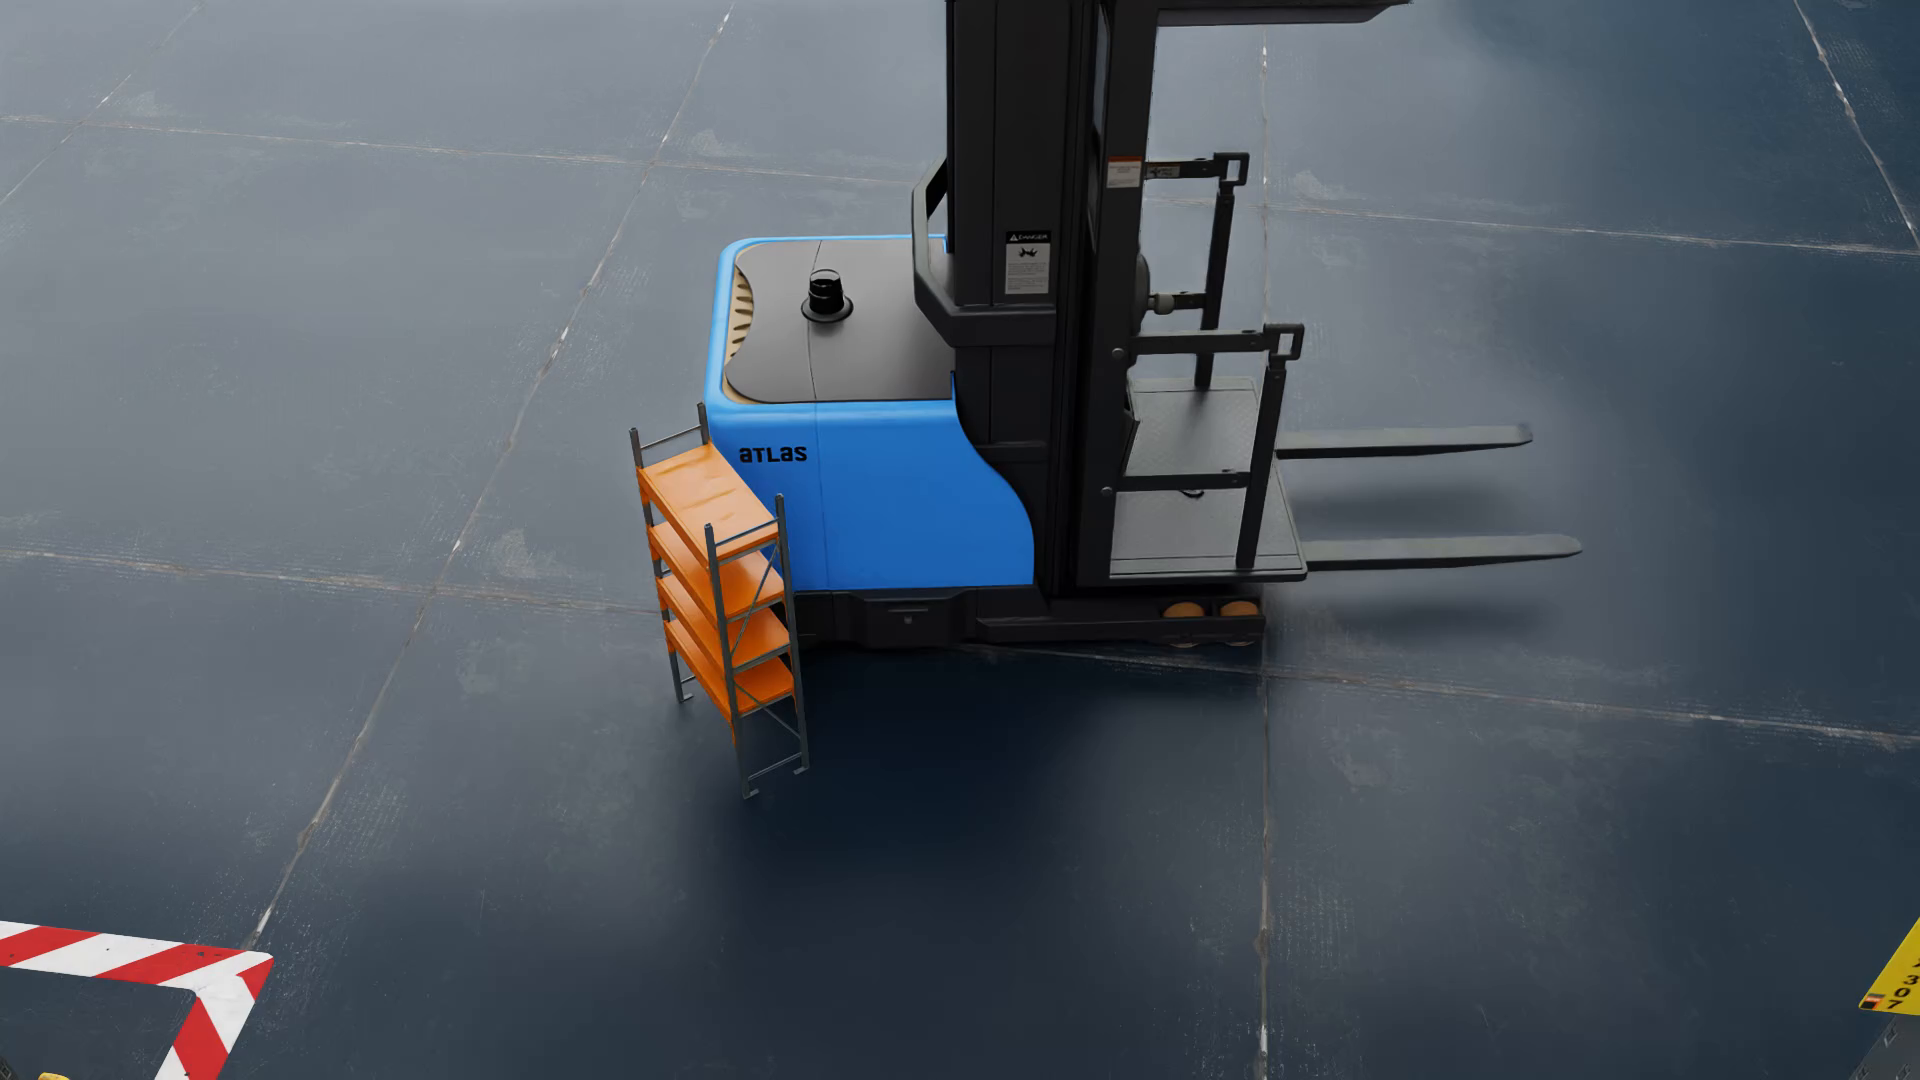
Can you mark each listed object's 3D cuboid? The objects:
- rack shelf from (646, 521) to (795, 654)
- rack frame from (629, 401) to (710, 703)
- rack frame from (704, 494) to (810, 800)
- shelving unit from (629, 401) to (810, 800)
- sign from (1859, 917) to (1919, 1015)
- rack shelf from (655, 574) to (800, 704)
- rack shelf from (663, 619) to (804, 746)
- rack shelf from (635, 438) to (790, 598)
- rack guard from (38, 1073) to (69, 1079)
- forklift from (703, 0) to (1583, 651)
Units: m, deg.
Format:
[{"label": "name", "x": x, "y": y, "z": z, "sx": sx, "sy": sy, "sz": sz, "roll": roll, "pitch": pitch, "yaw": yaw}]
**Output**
[{"label": "rack shelf", "x": -0.729, "y": 0.099, "z": 5.045, "sx": 0.258, "sy": 0.148, "sz": 0.480, "roll": -24, "pitch": 48, "yaw": -23}, {"label": "rack frame", "x": -0.861, "y": 0.072, "z": 5.301, "sx": 0.240, "sy": 1.200, "sz": 0.015, "roll": -24, "pitch": 48, "yaw": -23}, {"label": "rack frame", "x": -0.597, "y": 0.354, "z": 5.003, "sx": 0.240, "sy": 1.200, "sz": 0.015, "roll": -24, "pitch": 48, "yaw": -23}, {"label": "shelving unit", "x": -0.729, "y": 0.213, "z": 5.152, "sx": 0.258, "sy": 1.200, "sz": 0.503, "roll": -24, "pitch": 48, "yaw": -23}, {"label": "sign", "x": 1.556, "y": 0.671, "z": 2.673, "sx": 0.100, "sy": 0.325, "sz": 0.005, "roll": 5, "pitch": 44, "yaw": 6}, {"label": "rack shelf", "x": -0.729, "y": 0.262, "z": 5.199, "sx": 0.258, "sy": 0.148, "sz": 0.480, "roll": -24, "pitch": 48, "yaw": -23}, {"label": "rack shelf", "x": -0.729, "y": 0.406, "z": 5.335, "sx": 0.258, "sy": 0.148, "sz": 0.480, "roll": -24, "pitch": 48, "yaw": -23}, {"label": "rack shelf", "x": -0.729, "y": -0.072, "z": 4.882, "sx": 0.258, "sy": 0.148, "sz": 0.480, "roll": -24, "pitch": 48, "yaw": -23}, {"label": "rack guard", "x": -2.767, "y": 1.579, "z": 4.219, "sx": 1.175, "sy": 0.500, "sz": 0.348, "roll": 5, "pitch": 44, "yaw": 6}, {"label": "forklift", "x": 0.680, "y": -1.051, "z": 5.228, "sx": 3.031, "sy": 2.935, "sz": 1.130, "roll": -2, "pitch": 43, "yaw": -2}]
